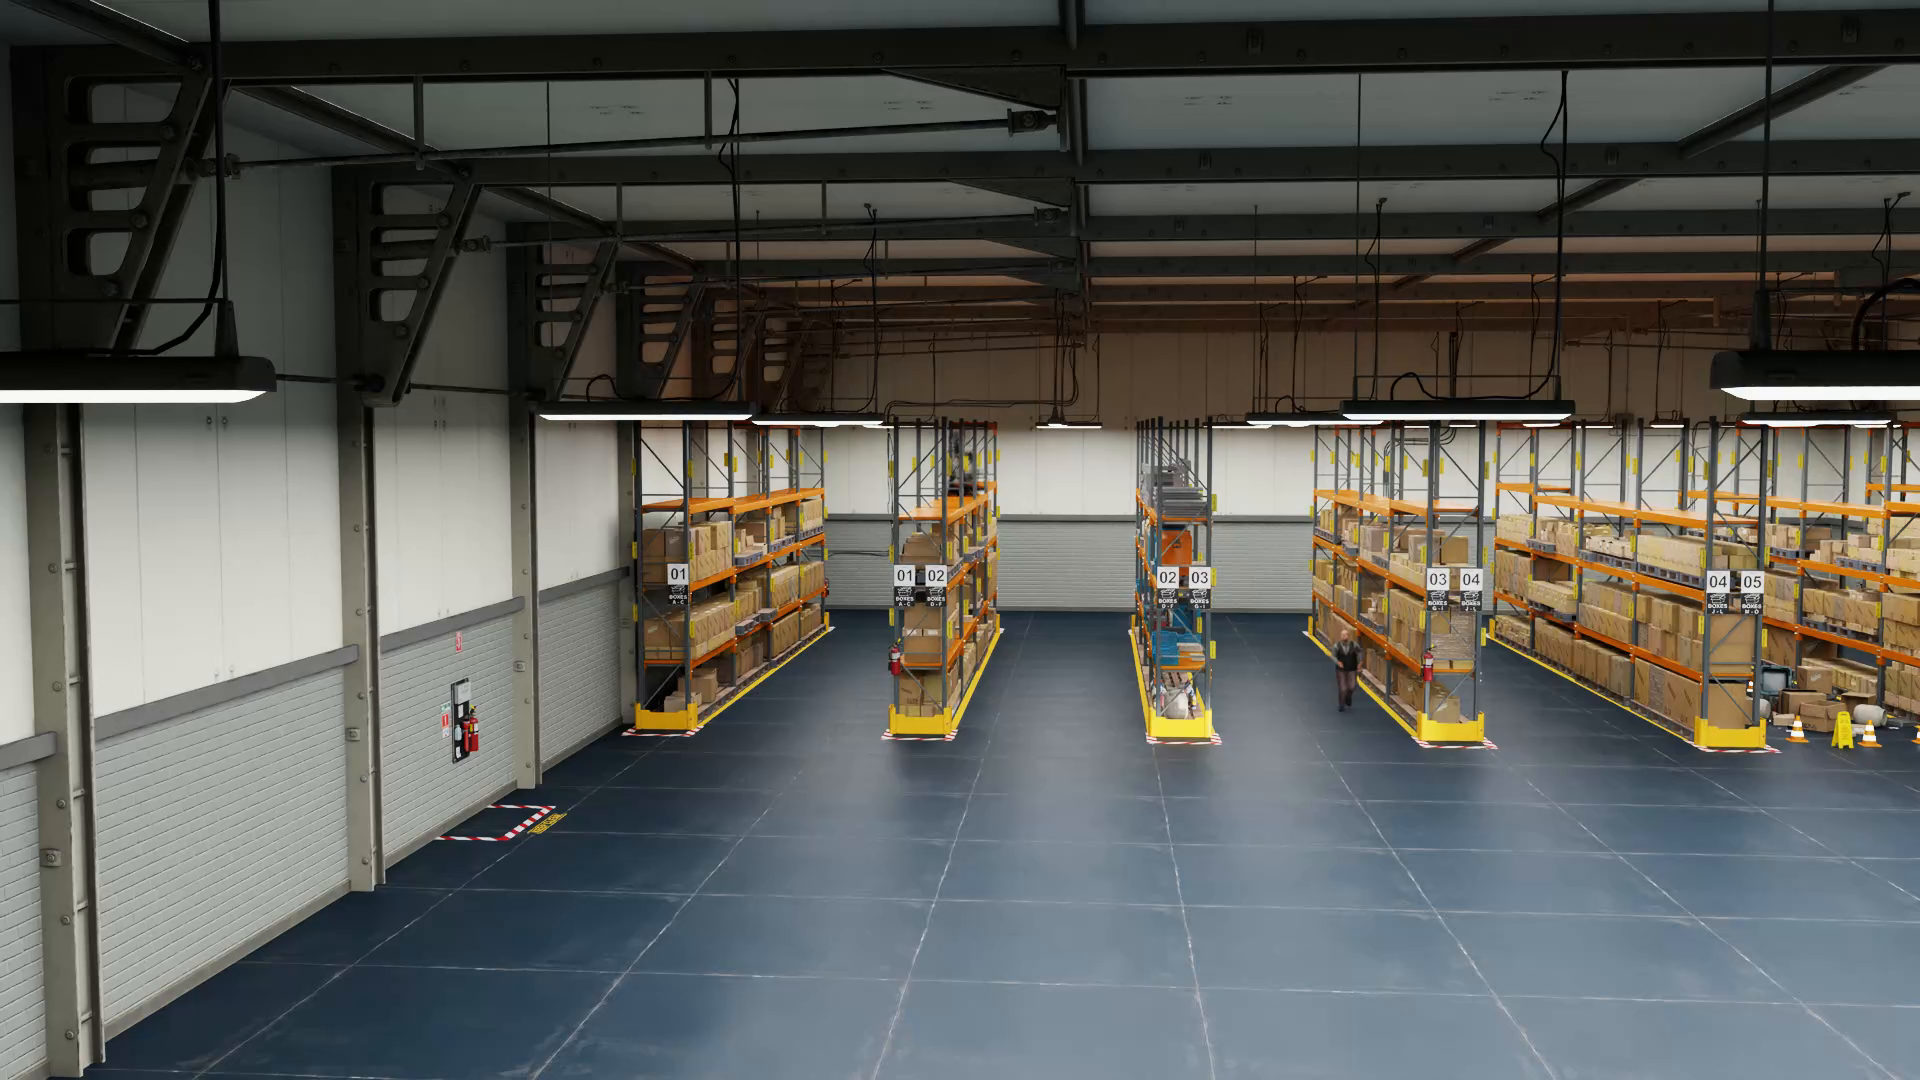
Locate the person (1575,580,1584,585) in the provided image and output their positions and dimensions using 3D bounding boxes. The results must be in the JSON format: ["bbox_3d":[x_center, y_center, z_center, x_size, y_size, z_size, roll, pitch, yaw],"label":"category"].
[{"bbox_3d":[16.947,1.890,45.473,0.676,1.712,0.600,0,4,-4],"label":"person"}]

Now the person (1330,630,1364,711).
[{"bbox_3d":[7.880,2.674,33.871,0.682,1.684,0.703,1,4,11],"label":"person"}]

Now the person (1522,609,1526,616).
[{"bbox_3d":[16.281,1.806,47.604,0.681,1.686,0.553,-1,4,-14],"label":"person"}]
